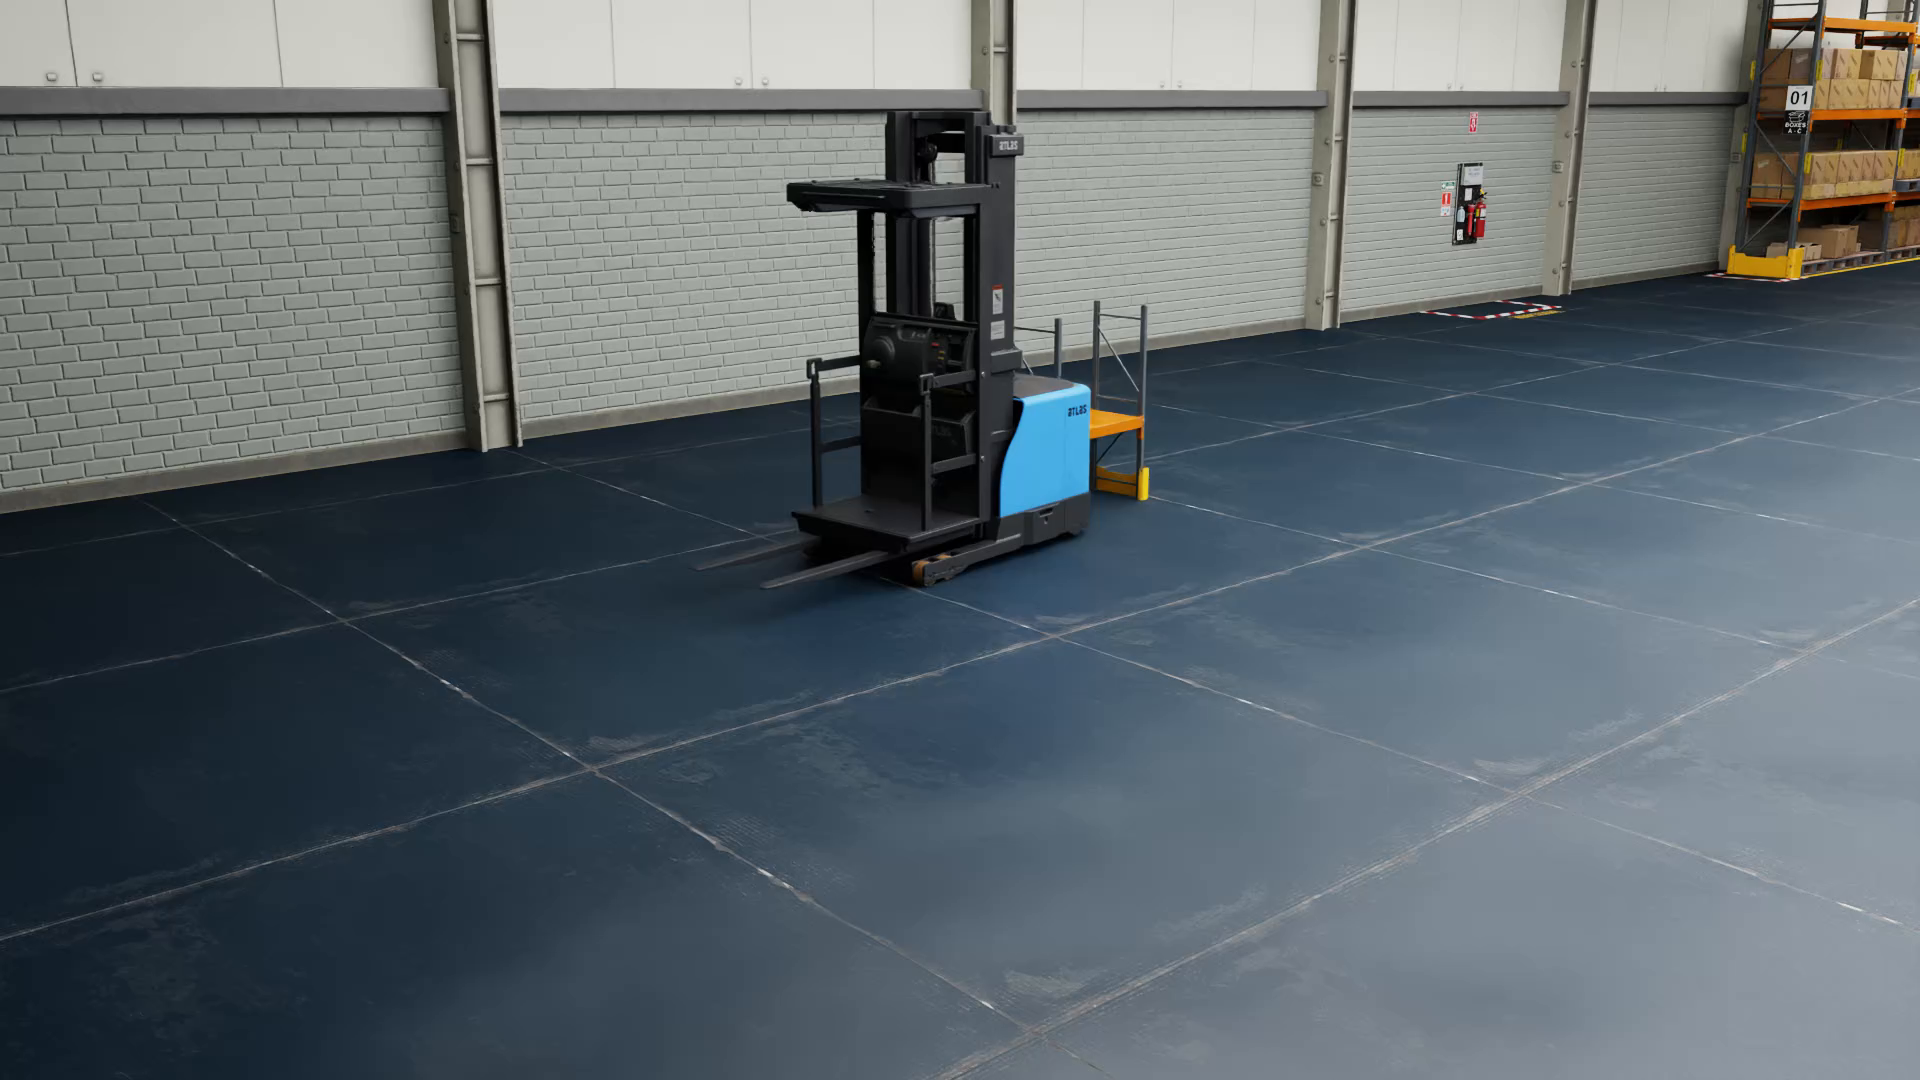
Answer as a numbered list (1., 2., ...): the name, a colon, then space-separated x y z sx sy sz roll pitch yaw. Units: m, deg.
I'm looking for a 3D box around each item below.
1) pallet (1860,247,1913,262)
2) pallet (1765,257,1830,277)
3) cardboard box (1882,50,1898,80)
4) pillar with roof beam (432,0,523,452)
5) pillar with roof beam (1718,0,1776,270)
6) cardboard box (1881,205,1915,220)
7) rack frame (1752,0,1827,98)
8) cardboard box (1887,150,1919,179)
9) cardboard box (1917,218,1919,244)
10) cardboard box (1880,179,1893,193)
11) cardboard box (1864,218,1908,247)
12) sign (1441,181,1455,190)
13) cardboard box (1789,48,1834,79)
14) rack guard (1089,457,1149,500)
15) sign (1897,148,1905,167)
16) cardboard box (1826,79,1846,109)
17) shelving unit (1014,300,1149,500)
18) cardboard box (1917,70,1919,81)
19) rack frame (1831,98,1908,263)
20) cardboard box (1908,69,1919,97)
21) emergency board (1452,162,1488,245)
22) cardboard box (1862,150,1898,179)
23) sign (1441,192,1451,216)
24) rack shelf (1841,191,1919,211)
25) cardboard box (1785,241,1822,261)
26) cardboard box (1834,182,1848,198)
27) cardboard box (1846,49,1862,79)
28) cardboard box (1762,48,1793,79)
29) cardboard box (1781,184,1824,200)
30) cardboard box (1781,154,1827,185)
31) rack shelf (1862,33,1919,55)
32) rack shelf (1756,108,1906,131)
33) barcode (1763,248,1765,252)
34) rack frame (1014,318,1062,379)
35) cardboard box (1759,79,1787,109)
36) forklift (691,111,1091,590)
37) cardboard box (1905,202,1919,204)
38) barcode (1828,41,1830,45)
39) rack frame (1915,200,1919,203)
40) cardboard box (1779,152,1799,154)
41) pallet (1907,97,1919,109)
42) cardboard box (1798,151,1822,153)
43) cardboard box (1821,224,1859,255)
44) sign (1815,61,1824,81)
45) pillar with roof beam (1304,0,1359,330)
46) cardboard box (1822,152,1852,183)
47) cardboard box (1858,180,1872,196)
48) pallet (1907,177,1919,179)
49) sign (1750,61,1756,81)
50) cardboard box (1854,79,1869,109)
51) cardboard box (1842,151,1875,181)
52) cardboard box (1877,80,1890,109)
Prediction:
1. pallet: 17.586 -5.528 32.037 1.213 0.211 1.003 -13 19 -39
2. pallet: 14.675 -4.862 29.543 1.213 0.211 1.003 -13 19 -39
3. cardboard box: 16.391 -8.500 29.778 0.500 0.500 0.500 -11 19 -36
4. pillar with roof beam: -1.337 -4.347 10.587 0.400 9.000 9.100 -13 19 -39
5. pillar with roof beam: 16.768 -8.413 25.808 0.400 9.000 9.100 -13 19 -39
6. cardboard box: 18.264 -6.402 32.444 0.500 0.250 0.500 -13 20 -41
7. rack frame: 13.982 -8.964 27.871 0.127 3.000 1.000 -13 19 -39
8. cardboard box: 17.832 -7.177 31.759 0.500 0.500 0.700 -10 18 -34
9. cardboard box: 18.687 -6.139 32.912 0.500 0.500 0.700 -13 20 -40
10. cardboard box: 16.841 -6.541 30.677 0.500 0.250 0.500 -13 19 -39
11. cardboard box: 17.901 -5.973 32.291 0.500 0.500 0.700 -13 20 -40
12. sign: 7.051 -5.124 24.023 0.331 0.109 0.001 -13 19 -39
13. cardboard box: 14.432 -8.074 28.181 0.500 0.500 0.500 14 21 43
14. rack guard: 1.228 -0.485 13.080 0.587 0.250 0.087 14 20 41
15. sign: 17.362 -7.057 30.680 0.005 0.325 0.100 -13 19 -39
16. cardboard box: 14.827 -7.665 28.587 0.500 0.500 0.500 -11 19 -36
17. shelving unit: 0.888 -0.995 12.568 0.587 1.500 1.083 14 20 41
18. cardboard box: 18.395 -8.729 31.798 0.500 0.500 0.500 -14 20 -41
19. rack frame: 17.000 -6.743 31.182 0.127 3.000 1.000 -13 19 -39
20. cardboard box: 17.465 -8.521 31.016 0.500 0.500 0.500 -9 18 -32
21. emergency board: 7.527 -4.925 24.375 0.643 1.169 0.194 -13 19 -39
22. cardboard box: 16.846 -6.902 30.577 0.500 0.500 0.500 -13 20 -39
23. sign: 7.042 -4.868 24.095 0.234 0.329 0.001 -13 19 -39
24. rack shelf: 18.508 -6.734 32.543 4.000 0.370 1.077 -13 19 -39
25. cardboard box: 14.993 -5.175 29.670 0.500 0.311 0.500 -11 18 -35
26. cardboard box: 15.329 -6.199 29.398 0.500 0.250 0.500 -13 20 -40
27. cardboard box: 15.223 -8.238 28.795 0.500 0.500 0.500 -12 19 -38
28. cardboard box: 14.136 -8.180 28.577 0.500 0.500 0.500 -12 19 -37
29. cardboard box: 14.559 -6.024 28.740 0.500 0.250 0.500 -13 20 -41
30. cardboard box: 14.539 -6.387 28.649 0.500 0.500 0.500 -13 19 -39
31. rack shelf: 18.508 -9.439 31.821 4.000 0.370 1.077 -13 19 -39
32. rack shelf: 15.491 -7.506 29.619 4.000 0.370 1.077 -13 19 -39
33. barcode: 14.314 -5.164 29.610 0.075 0.075 0.001 -13 19 -39
34. rack frame: 0.535 -0.897 12.202 0.500 1.500 0.032 14 20 41
35. cardboard box: 14.131 -7.693 28.692 0.500 0.500 0.500 -11 18 -35
36. forklift: -0.413 -1.265 10.805 1.130 2.935 3.031 13 19 39
37. cardboard box: 19.037 -6.571 33.077 0.500 0.250 0.500 -12 19 -38
38. barcode: 15.669 -8.958 29.981 0.075 0.075 0.001 -13 19 -39
39. rack frame: 20.017 -7.421 33.719 0.127 3.000 1.000 -13 19 -39
40. cardboard box: 14.584 -6.570 29.331 0.500 0.500 0.500 -12 19 -39
41. pallet: 17.535 -8.185 31.133 1.003 0.211 1.213 -13 19 -39
42. cardboard box: 15.351 -6.743 29.981 0.500 0.500 0.500 -12 19 -39
43. cardboard box: 16.243 -5.564 30.760 0.500 0.500 0.500 14 21 43
44. sign: 14.338 -7.831 27.750 0.005 0.325 0.100 -13 19 -39
45. pillar with roof beam: 7.716 -6.380 18.197 0.400 9.000 9.100 -13 19 -39
46. cardboard box: 15.313 -6.555 29.278 0.500 0.500 0.500 -13 20 -41
47. cardboard box: 16.091 -6.370 30.037 0.500 0.250 0.500 -13 20 -40
48. pallet: 18.551 -6.985 32.458 1.213 0.211 1.003 -13 19 -39
49. sign: 13.633 -8.054 28.561 0.005 0.325 0.100 -13 19 -39
50. cardboard box: 15.606 -7.848 29.274 0.500 0.500 0.500 -11 19 -36
51. cardboard box: 16.086 -6.733 29.944 0.500 0.500 0.500 -13 20 -41
52. cardboard box: 16.391 -8.033 29.967 0.500 0.500 0.500 14 20 42
